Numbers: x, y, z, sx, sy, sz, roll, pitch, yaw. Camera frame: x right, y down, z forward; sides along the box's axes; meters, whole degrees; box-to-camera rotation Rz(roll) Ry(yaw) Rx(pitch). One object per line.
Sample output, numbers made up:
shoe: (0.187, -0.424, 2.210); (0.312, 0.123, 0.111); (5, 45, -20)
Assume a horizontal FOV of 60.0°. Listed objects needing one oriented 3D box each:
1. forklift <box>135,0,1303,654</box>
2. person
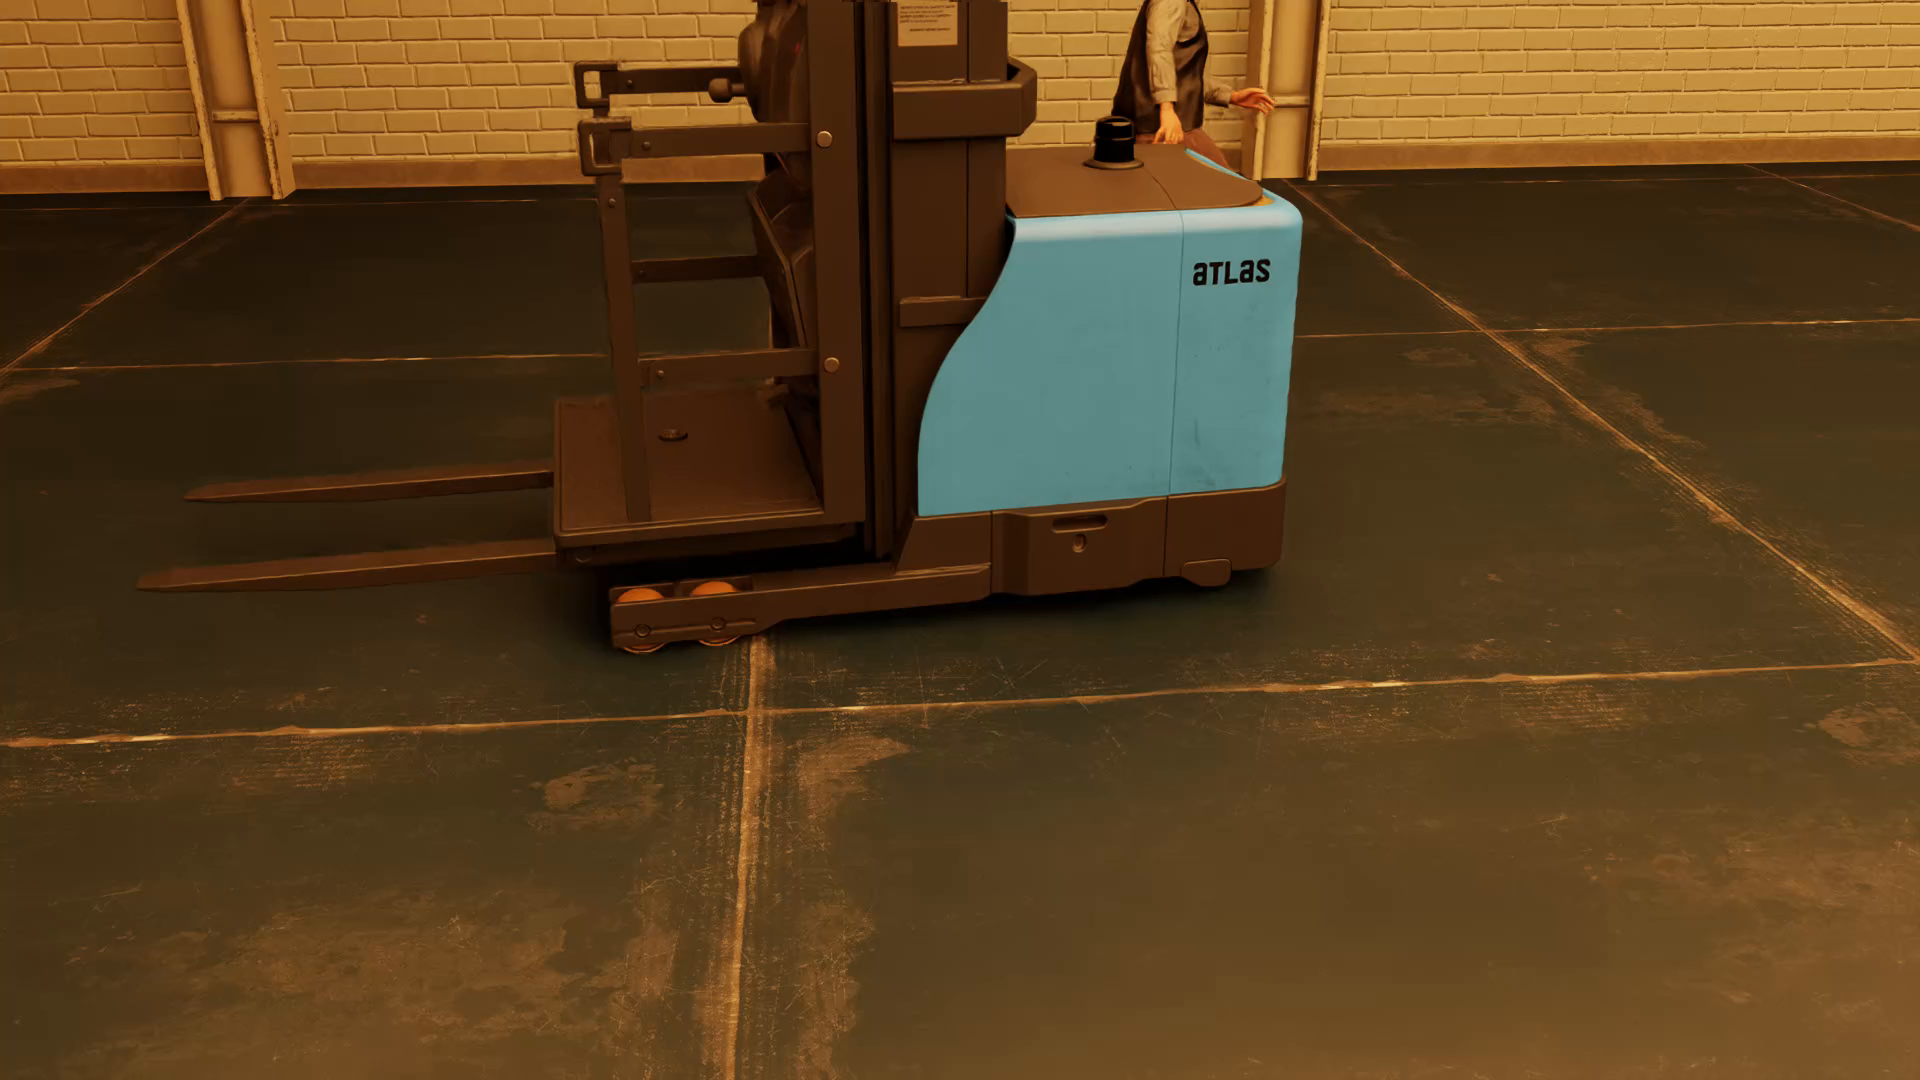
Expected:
forklift: (-0.663, -1.279, 4.268); (3.031, 2.935, 1.130); (-5, 24, -11)
person: (1.023, -1.738, 7.054); (0.762, 1.567, 0.748); (-8, 25, -17)
